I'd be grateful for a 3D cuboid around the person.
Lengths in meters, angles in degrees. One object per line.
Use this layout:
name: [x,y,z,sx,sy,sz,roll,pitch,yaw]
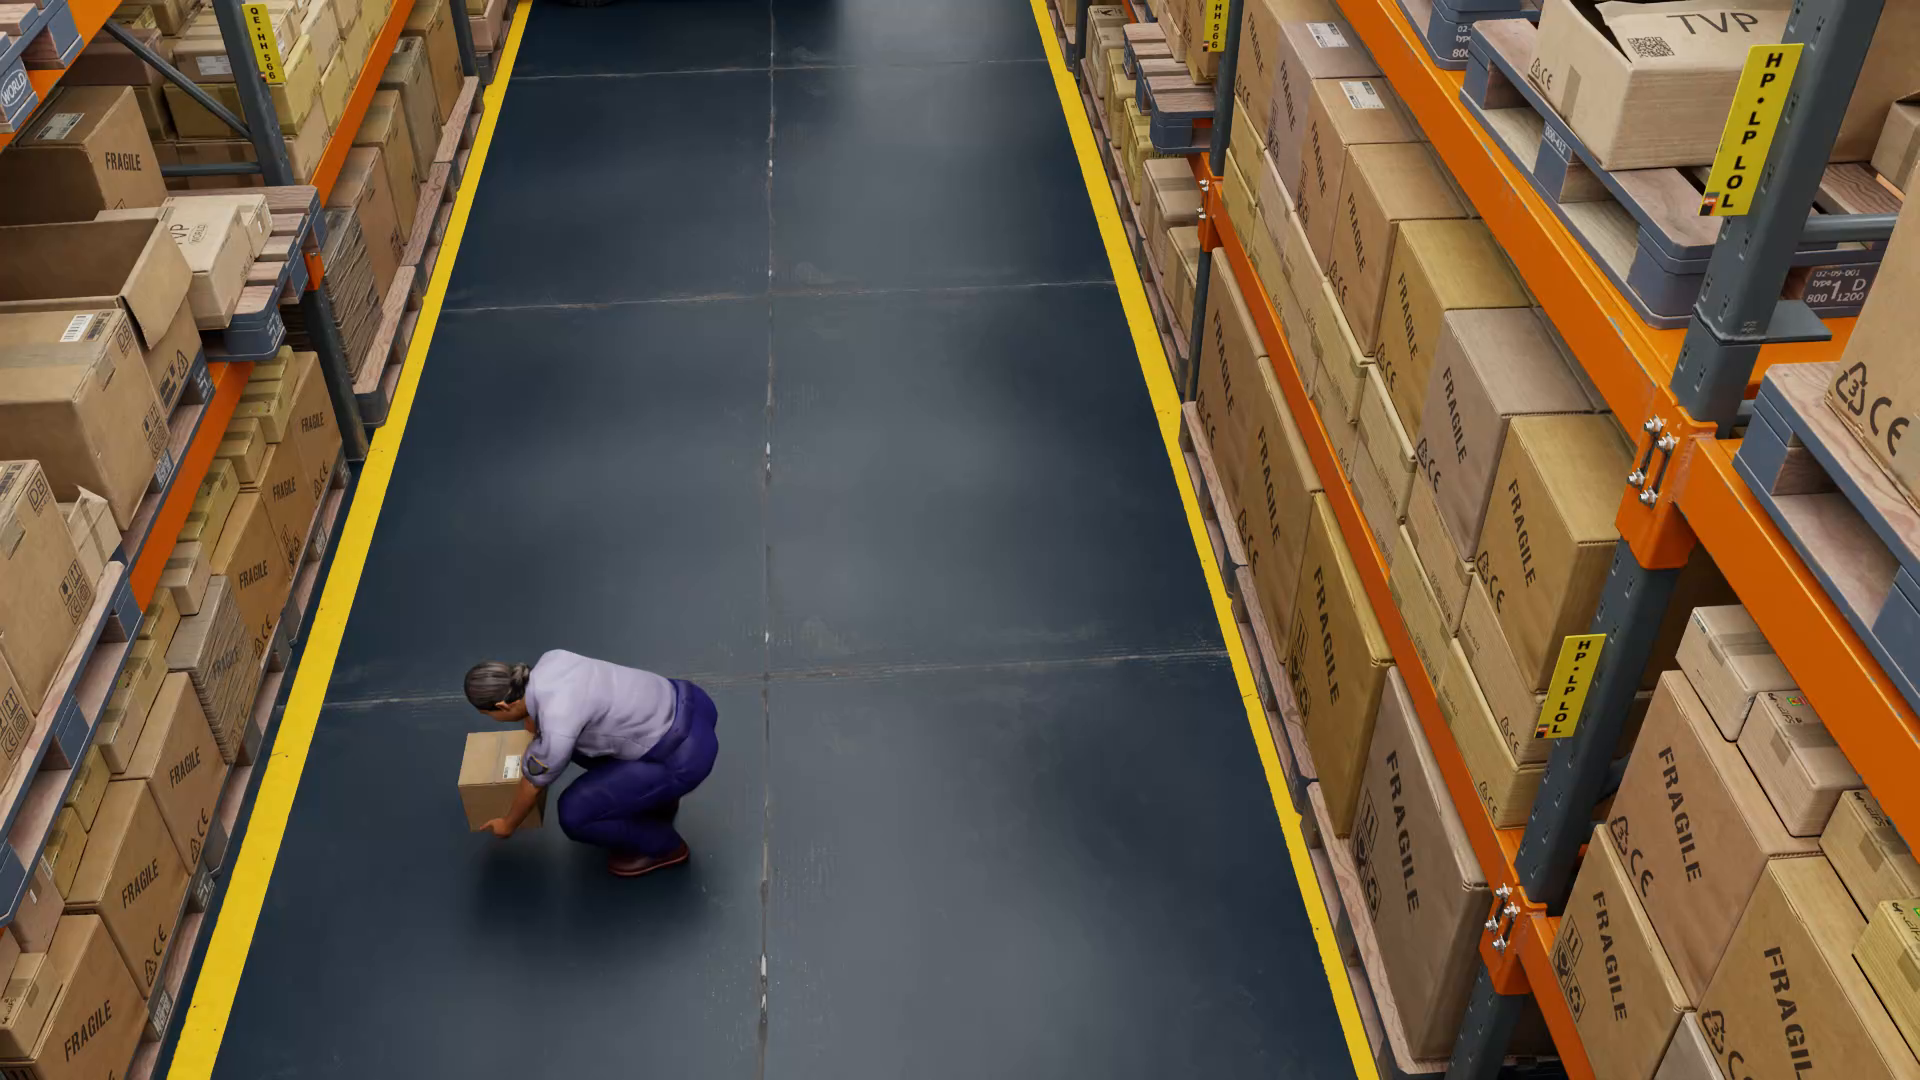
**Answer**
person: [-1.278,0.737,5.839,0.861,0.937,0.500,-4,40,-5]
